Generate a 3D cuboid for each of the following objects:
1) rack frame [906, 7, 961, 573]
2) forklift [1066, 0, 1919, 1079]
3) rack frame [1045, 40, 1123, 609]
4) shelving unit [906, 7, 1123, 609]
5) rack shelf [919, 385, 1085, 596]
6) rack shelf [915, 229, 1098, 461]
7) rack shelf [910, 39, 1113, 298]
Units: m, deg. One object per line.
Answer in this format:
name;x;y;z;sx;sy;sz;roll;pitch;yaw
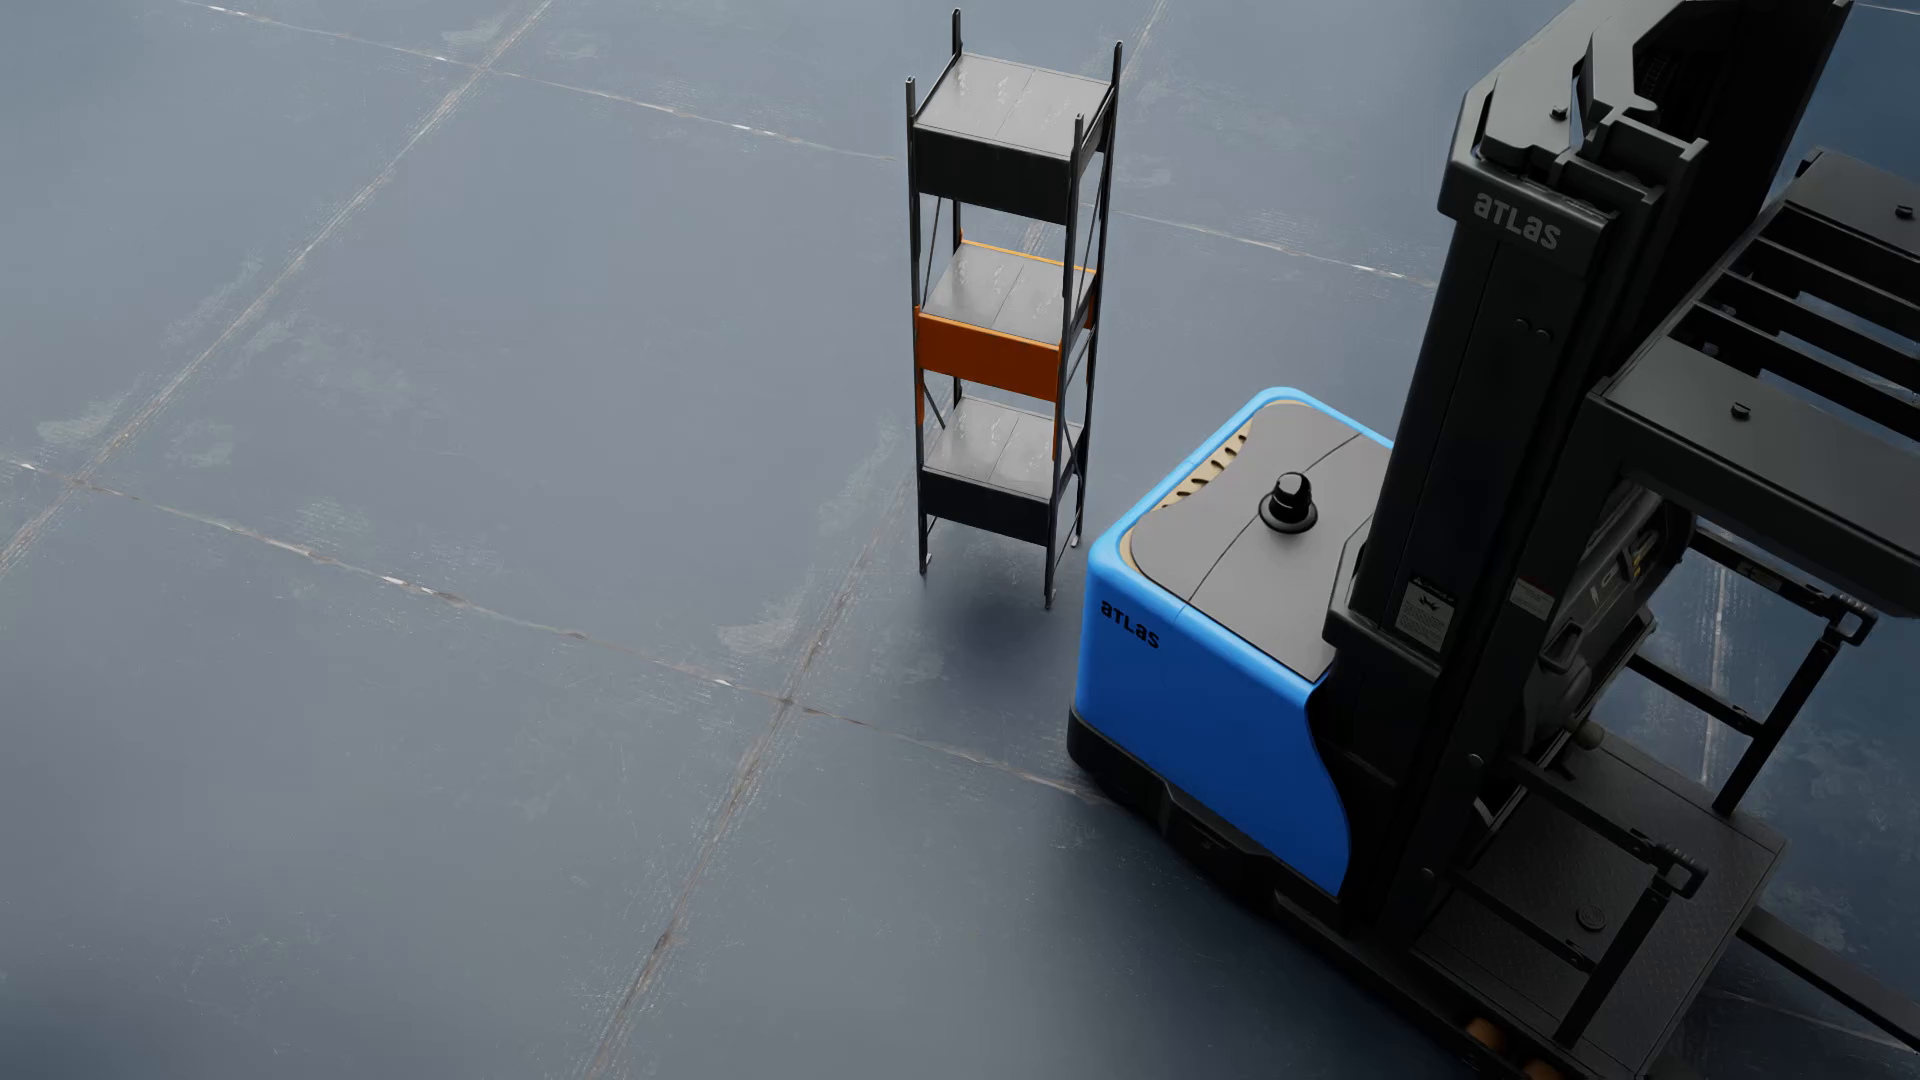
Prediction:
rack frame;-0.074;-0.708;5.474;0.015;2.100;0.400;16;51;13
forklift;1.793;0.243;4.100;3.031;2.935;1.130;34;57;26
rack frame;0.384;-0.580;5.364;0.015;2.100;0.400;16;51;13
shelving unit;0.155;-0.644;5.419;0.503;2.100;0.431;16;51;13
rack shelf;0.155;-0.177;5.958;0.480;0.518;0.431;16;51;13
rack shelf;0.155;-0.635;5.429;0.480;0.518;0.431;16;51;13
rack shelf;0.155;-1.094;4.900;0.480;0.518;0.431;16;51;13
